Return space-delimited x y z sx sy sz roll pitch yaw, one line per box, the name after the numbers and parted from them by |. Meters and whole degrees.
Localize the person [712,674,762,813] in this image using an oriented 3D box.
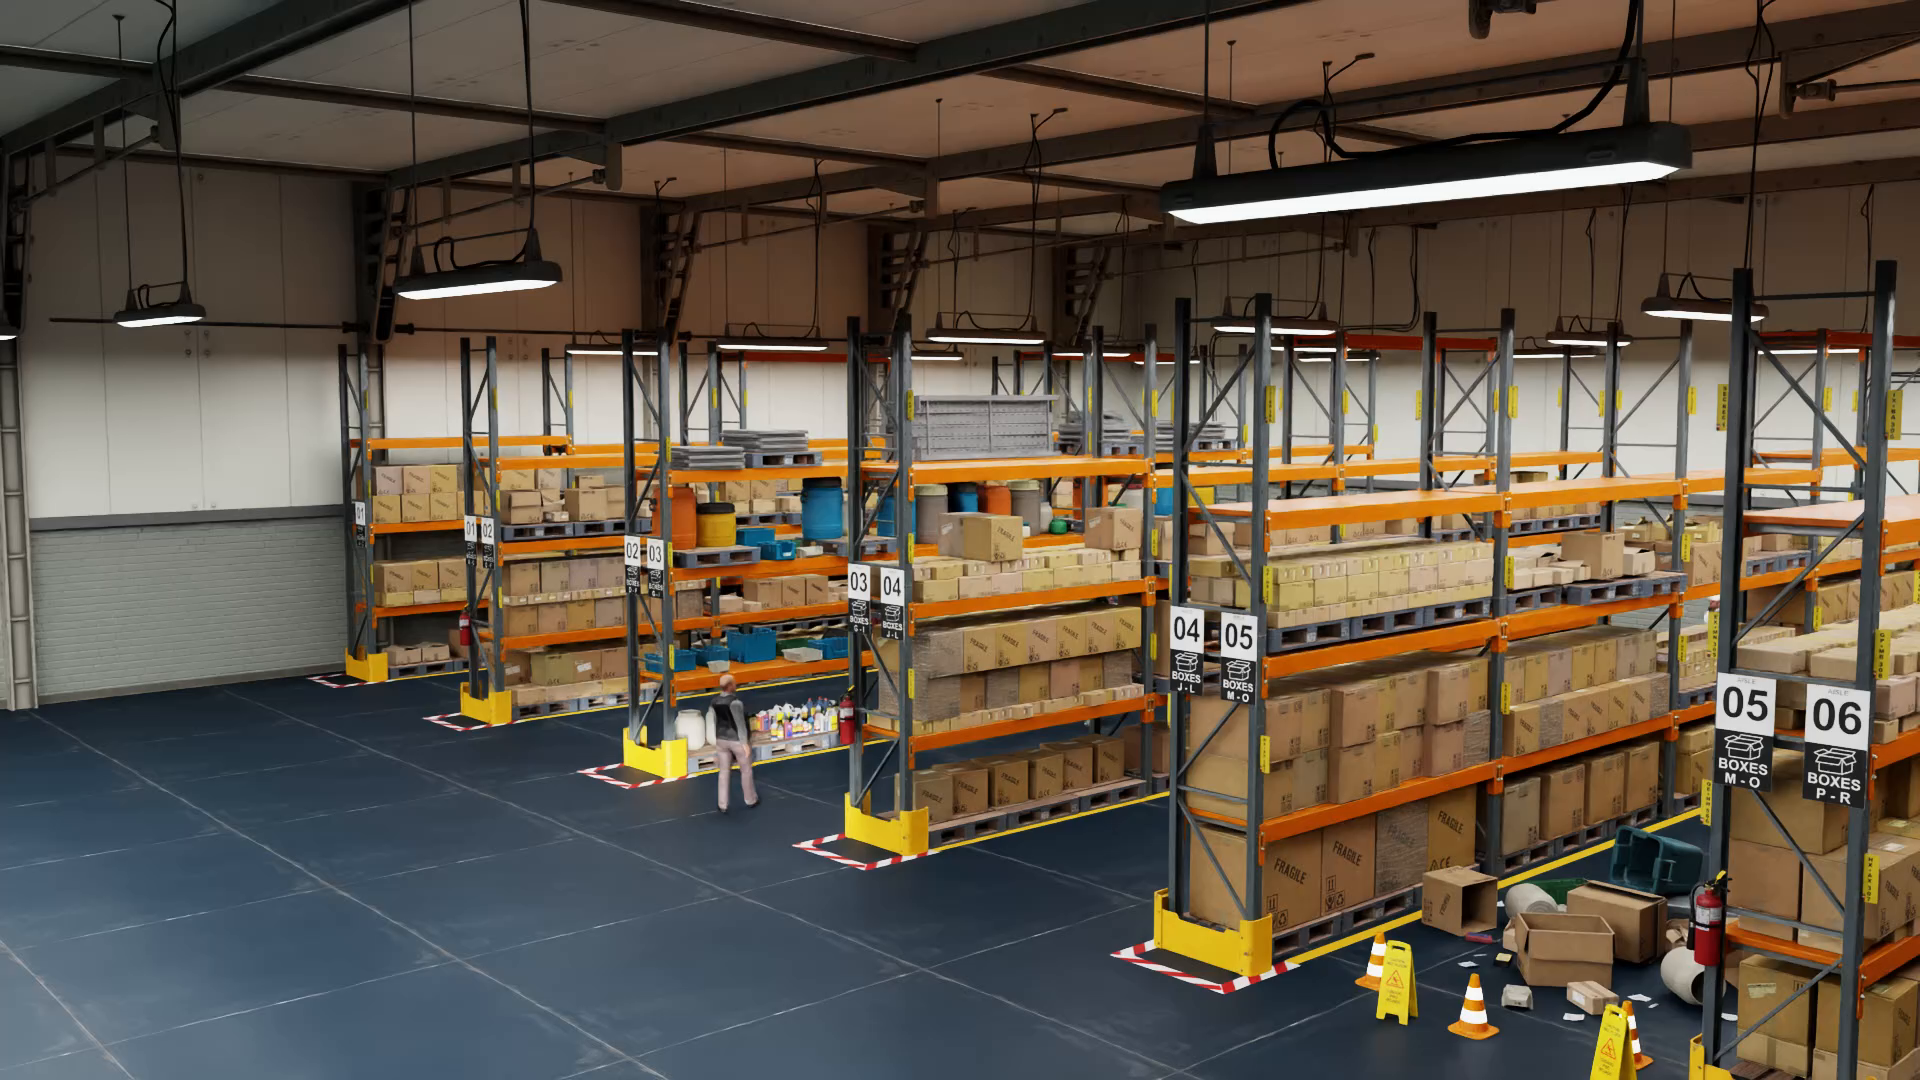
-2.753 2.478 20.519 0.543 1.704 0.682 2 5 21 | person

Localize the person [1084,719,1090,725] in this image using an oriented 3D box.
2.071 1.927 25.703 0.673 1.722 0.951 4 7 39 | person

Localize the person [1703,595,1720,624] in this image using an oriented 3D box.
12.937 1.762 28.465 0.528 1.732 1.066 5 7 45 | person
